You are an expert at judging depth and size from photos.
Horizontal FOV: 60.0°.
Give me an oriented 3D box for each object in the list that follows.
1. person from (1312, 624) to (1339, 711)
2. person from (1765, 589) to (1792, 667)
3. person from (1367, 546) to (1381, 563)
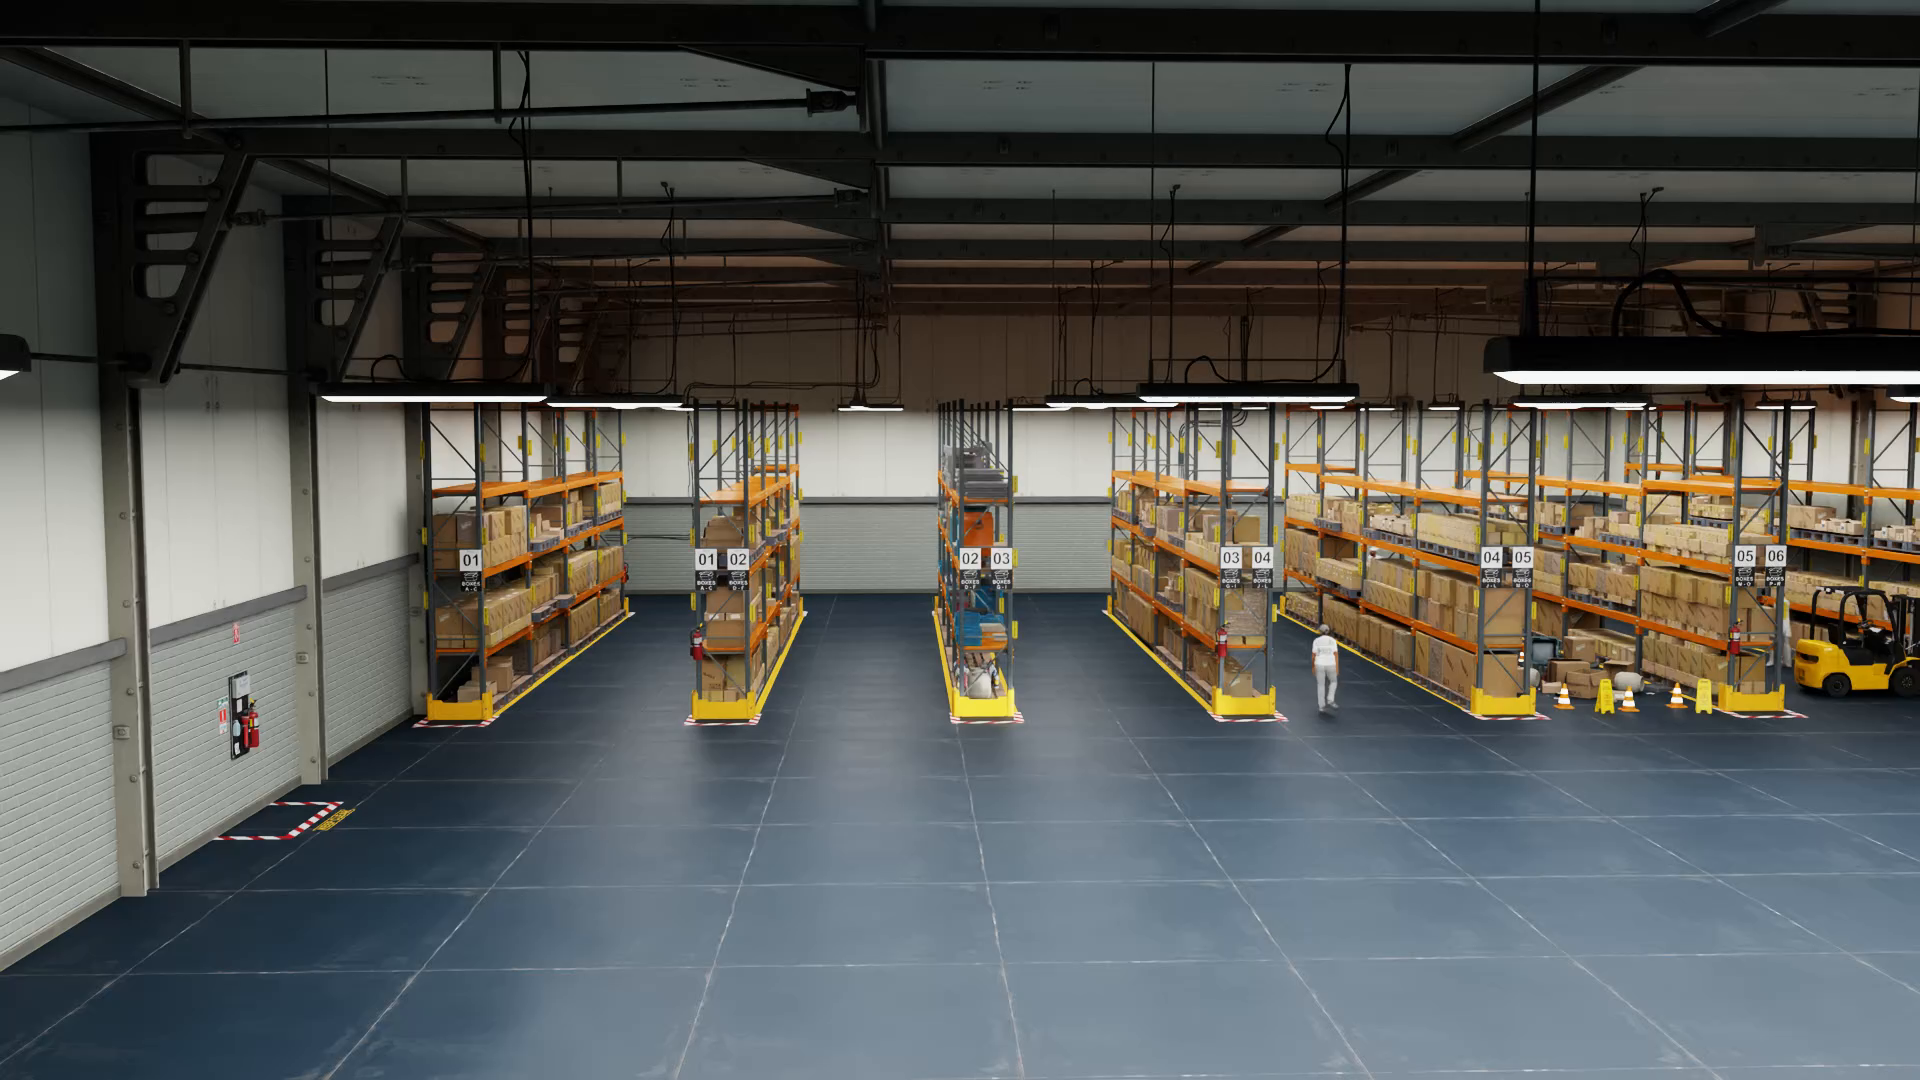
[{"bbox_3d":[7.040,2.454,32.051,0.520,1.649,0.484,1,5,16],"label":"person"},{"bbox_3d":[18.596,1.999,37.581,0.572,1.814,0.584,-1,5,-16],"label":"person"},{"bbox_3d":[12.387,1.055,49.678,0.698,1.770,0.545,-1,5,-16],"label":"person"}]
